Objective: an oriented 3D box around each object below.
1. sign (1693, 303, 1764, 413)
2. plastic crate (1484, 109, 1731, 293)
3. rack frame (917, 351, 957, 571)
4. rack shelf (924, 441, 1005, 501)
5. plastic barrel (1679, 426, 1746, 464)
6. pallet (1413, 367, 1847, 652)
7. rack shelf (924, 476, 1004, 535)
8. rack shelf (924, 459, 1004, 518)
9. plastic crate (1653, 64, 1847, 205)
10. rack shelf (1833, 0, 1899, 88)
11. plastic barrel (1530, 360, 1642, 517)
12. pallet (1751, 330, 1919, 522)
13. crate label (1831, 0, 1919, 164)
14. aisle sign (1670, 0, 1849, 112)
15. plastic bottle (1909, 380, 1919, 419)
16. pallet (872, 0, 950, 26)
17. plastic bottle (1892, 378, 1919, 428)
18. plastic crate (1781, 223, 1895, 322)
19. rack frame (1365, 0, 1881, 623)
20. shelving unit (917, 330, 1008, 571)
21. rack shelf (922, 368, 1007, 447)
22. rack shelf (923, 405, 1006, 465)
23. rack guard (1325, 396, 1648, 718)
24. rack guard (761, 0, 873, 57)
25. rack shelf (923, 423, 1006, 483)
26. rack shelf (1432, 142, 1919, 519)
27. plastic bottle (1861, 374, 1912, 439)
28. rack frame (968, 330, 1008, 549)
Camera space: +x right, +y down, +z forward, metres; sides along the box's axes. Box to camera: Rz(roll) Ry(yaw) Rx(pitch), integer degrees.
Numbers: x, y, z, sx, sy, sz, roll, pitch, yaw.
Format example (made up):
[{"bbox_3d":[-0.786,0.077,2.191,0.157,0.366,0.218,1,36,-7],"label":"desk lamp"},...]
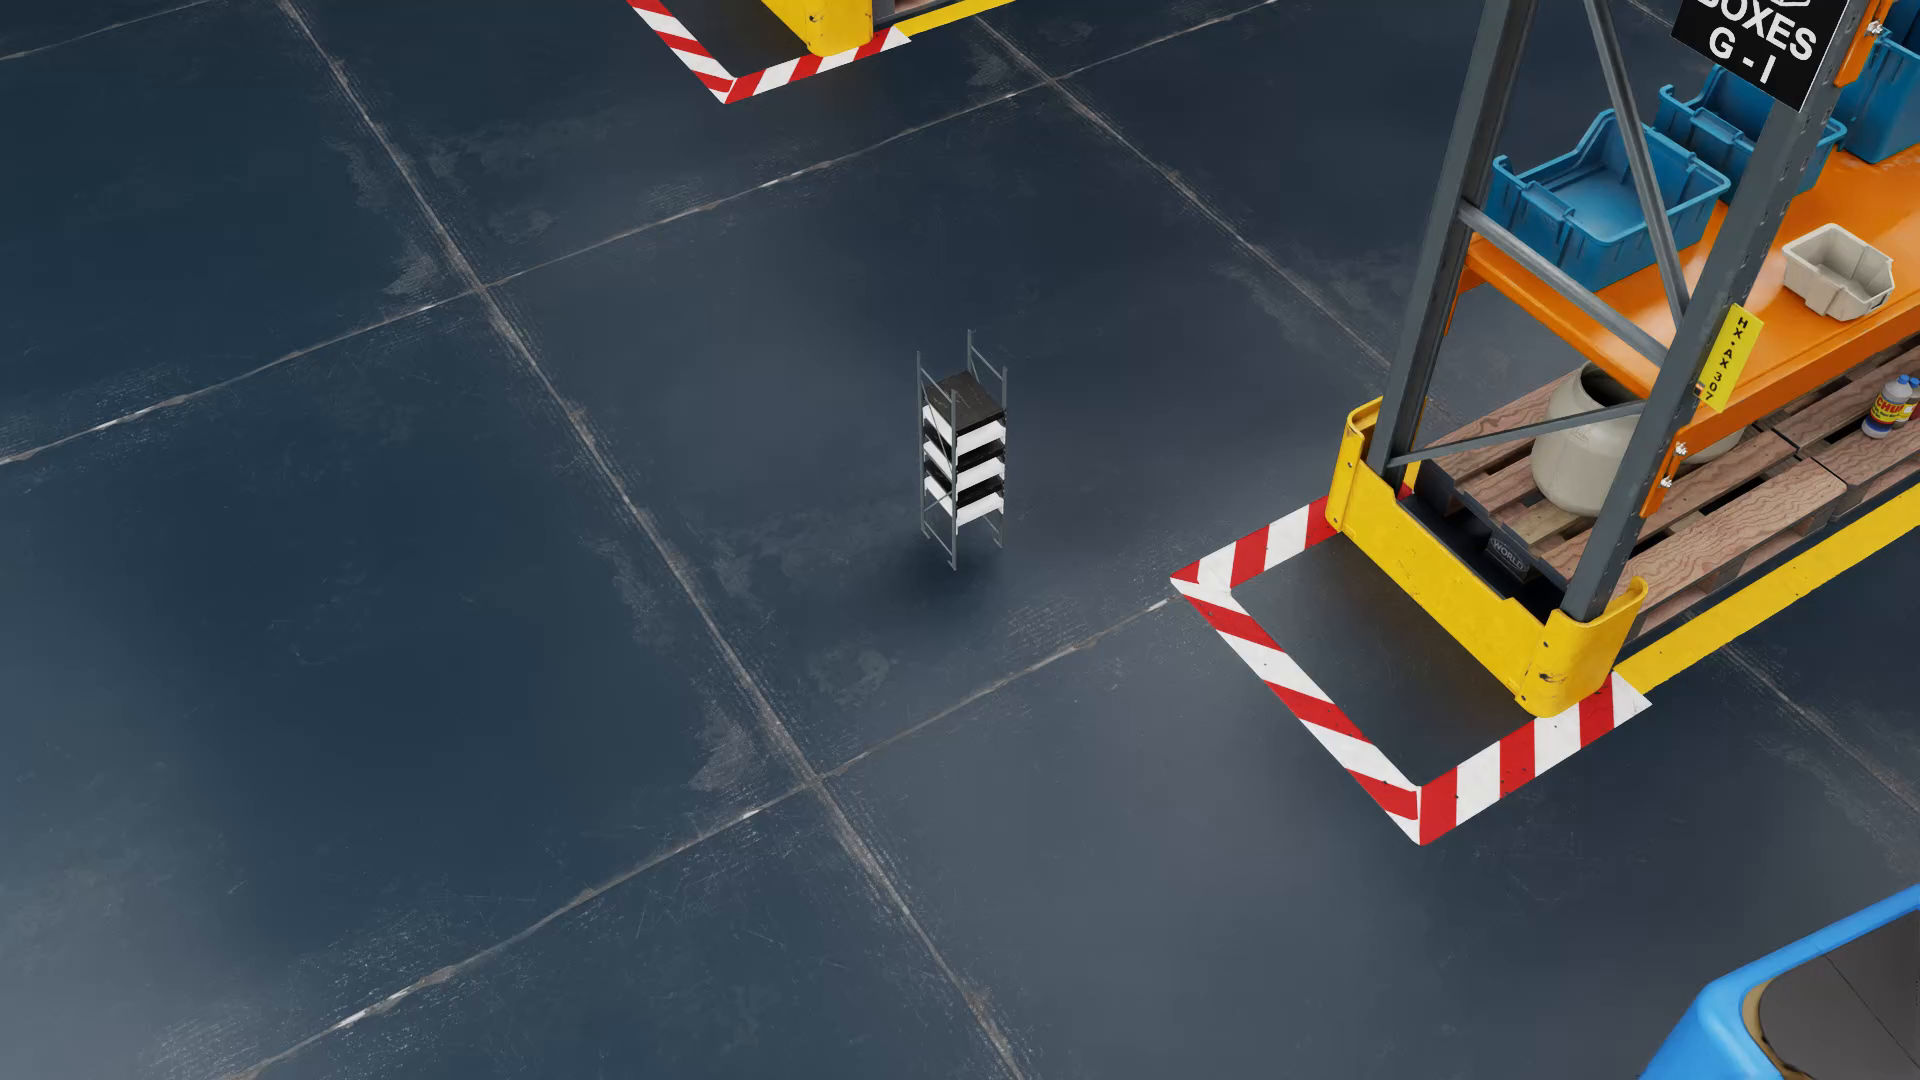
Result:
[{"bbox_3d":[2.072,-0.488,4.491,0.005,0.325,0.100,-25,53,-21],"label":"sign"},{"bbox_3d":[2.046,-1.084,5.307,0.616,0.251,0.499,-25,53,-21],"label":"plastic crate"},{"bbox_3d":[-0.079,-0.262,5.881,0.006,0.900,0.240,-25,53,-21],"label":"rack frame"},{"bbox_3d":[0.007,-0.280,5.942,0.200,0.077,0.258,-25,53,-21],"label":"rack shelf"},{"bbox_3d":[2.722,-0.568,6.132,0.421,0.512,0.421,0,48,0],"label":"plastic barrel"},{"bbox_3d":[2.512,-0.198,6.285,1.213,0.211,1.003,-25,53,-21],"label":"pallet"},{"bbox_3d":[0.007,-0.161,6.076,0.200,0.077,0.258,-25,53,-21],"label":"rack shelf"},{"bbox_3d":[0.007,-0.220,6.009,0.200,0.077,0.258,-25,53,-21],"label":"rack shelf"},{"bbox_3d":[2.598,-1.340,5.534,0.408,0.251,0.499,-25,53,-21],"label":"plastic crate"},{"bbox_3d":[3.474,-2.301,4.763,4.000,0.370,1.077,-25,53,-21],"label":"rack shelf"},{"bbox_3d":[2.298,-0.368,5.954,0.421,0.512,0.421,0,48,0],"label":"plastic barrel"},{"bbox_3d":[3.542,-0.681,6.715,1.213,0.211,1.003,-25,53,-21],"label":"pallet"},{"bbox_3d":[3.195,-1.661,5.697,0.616,0.435,0.502,-25,53,-21],"label":"crate label"},{"bbox_3d":[1.878,-1.396,3.744,0.004,0.787,0.394,-25,53,-21],"label":"aisle sign"},{"bbox_3d":[3.683,-0.593,6.293,0.133,0.283,0.061,-24,53,-20],"label":"plastic bottle"},{"bbox_3d":[-0.233,-3.279,9.029,1.213,0.211,1.003,-25,53,-21],"label":"pallet"},{"bbox_3d":[3.570,-0.528,6.291,0.097,0.201,0.097,0,48,0],"label":"plastic bottle"},{"bbox_3d":[2.711,-0.811,5.140,0.250,0.136,0.298,-25,53,-21],"label":"plastic crate"},{"bbox_3d":[1.783,-0.745,4.905,0.127,3.000,1.000,-25,53,-21],"label":"rack frame"},{"bbox_3d":[0.007,-0.302,5.917,0.210,0.900,0.258,-25,53,-21],"label":"shelving unit"},{"bbox_3d":[0.007,-0.460,5.740,0.200,0.077,0.258,-25,53,-21],"label":"rack shelf"},{"bbox_3d":[0.007,-0.400,5.807,0.200,0.077,0.258,-25,53,-21],"label":"rack shelf"},{"bbox_3d":[1.822,0.026,5.892,0.348,0.500,1.175,-25,53,-21],"label":"rack guard"},{"bbox_3d":[-0.878,-3.034,8.618,0.348,0.500,1.175,-25,53,-21],"label":"rack guard"},{"bbox_3d":[0.007,-0.340,5.874,0.200,0.077,0.258,-25,53,-21],"label":"rack shelf"},{"bbox_3d":[3.474,-1.303,5.884,4.000,0.370,1.077,-25,53,-21],"label":"rack shelf"},{"bbox_3d":[3.482,-0.510,6.228,0.097,0.271,0.097,0,48,0],"label":"plastic bottle"},{"bbox_3d":[0.093,-0.343,5.953,0.006,0.900,0.240,-25,53,-21],"label":"rack frame"}]
